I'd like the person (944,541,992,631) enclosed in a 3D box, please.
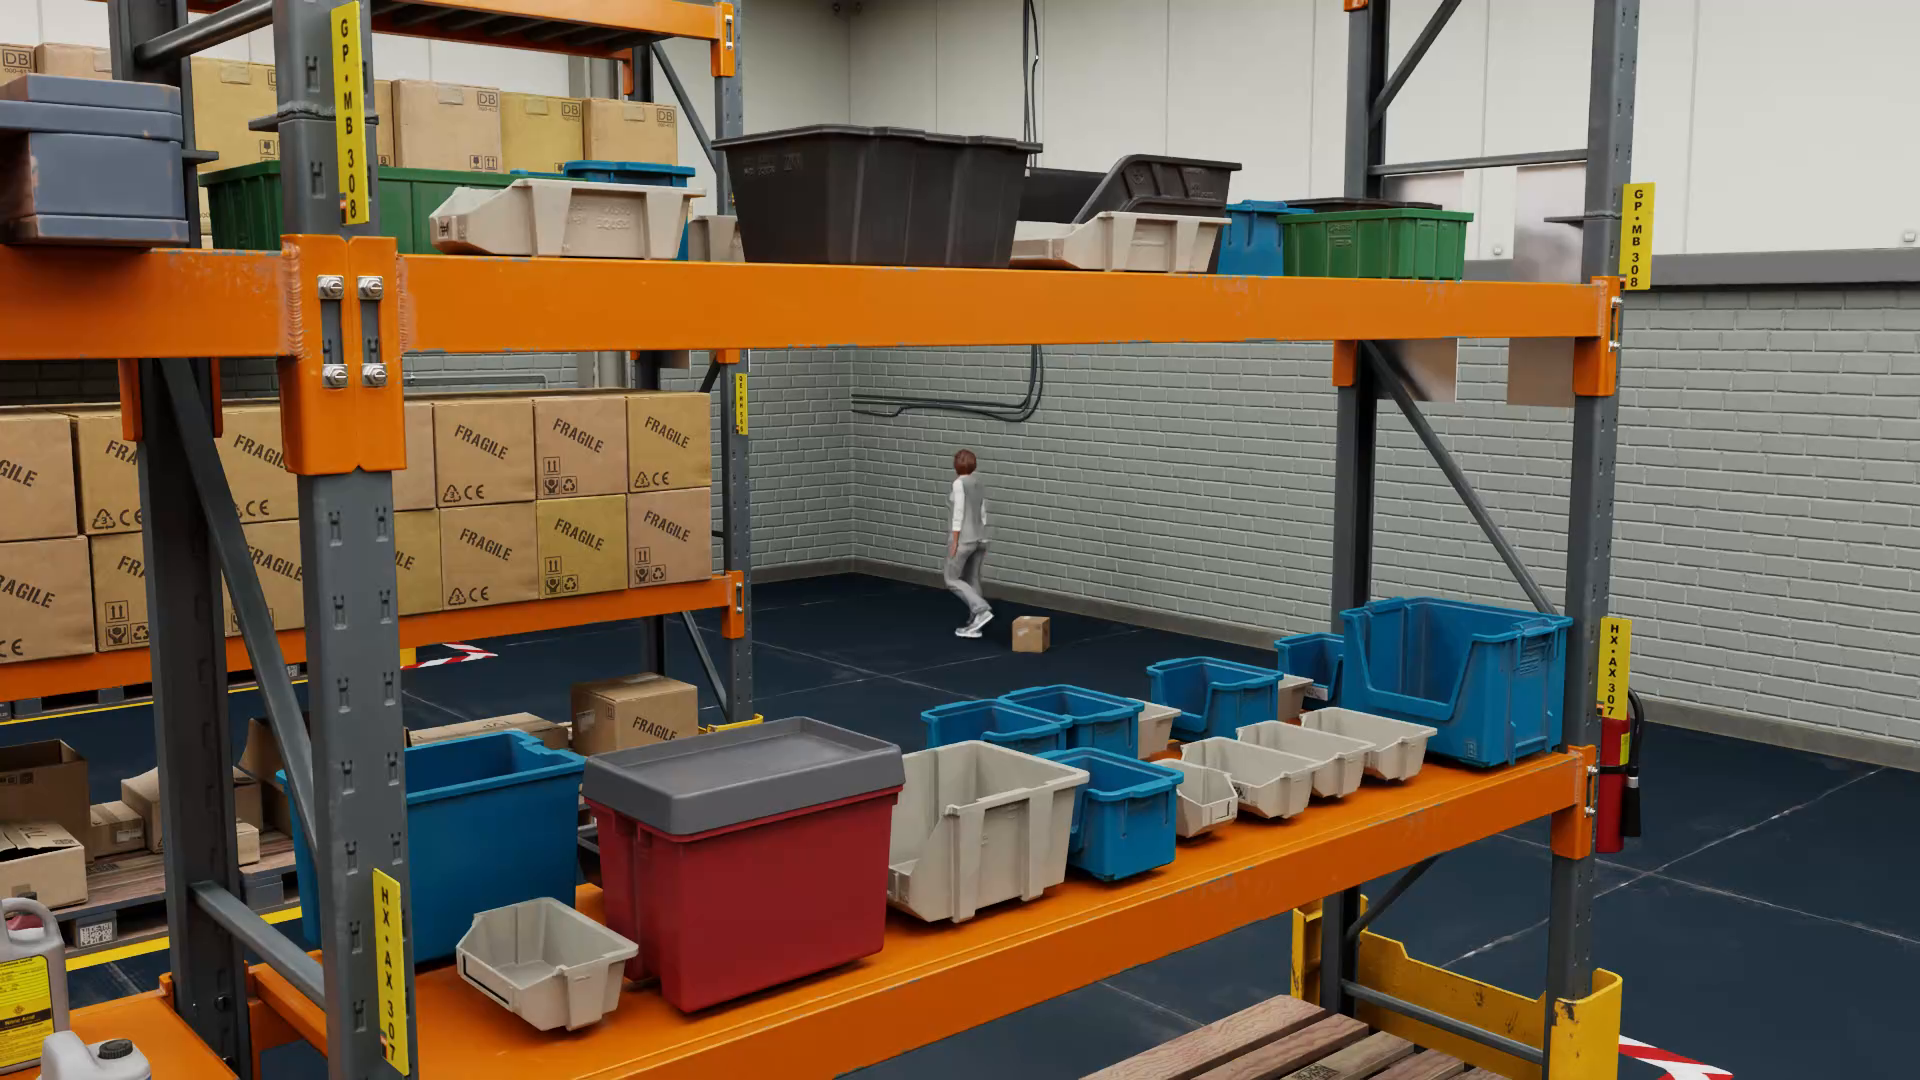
[{"bbox_3d":[0.110,0.322,13.998,0.419,0.886,0.356,6,10,37],"label":"person"}]
